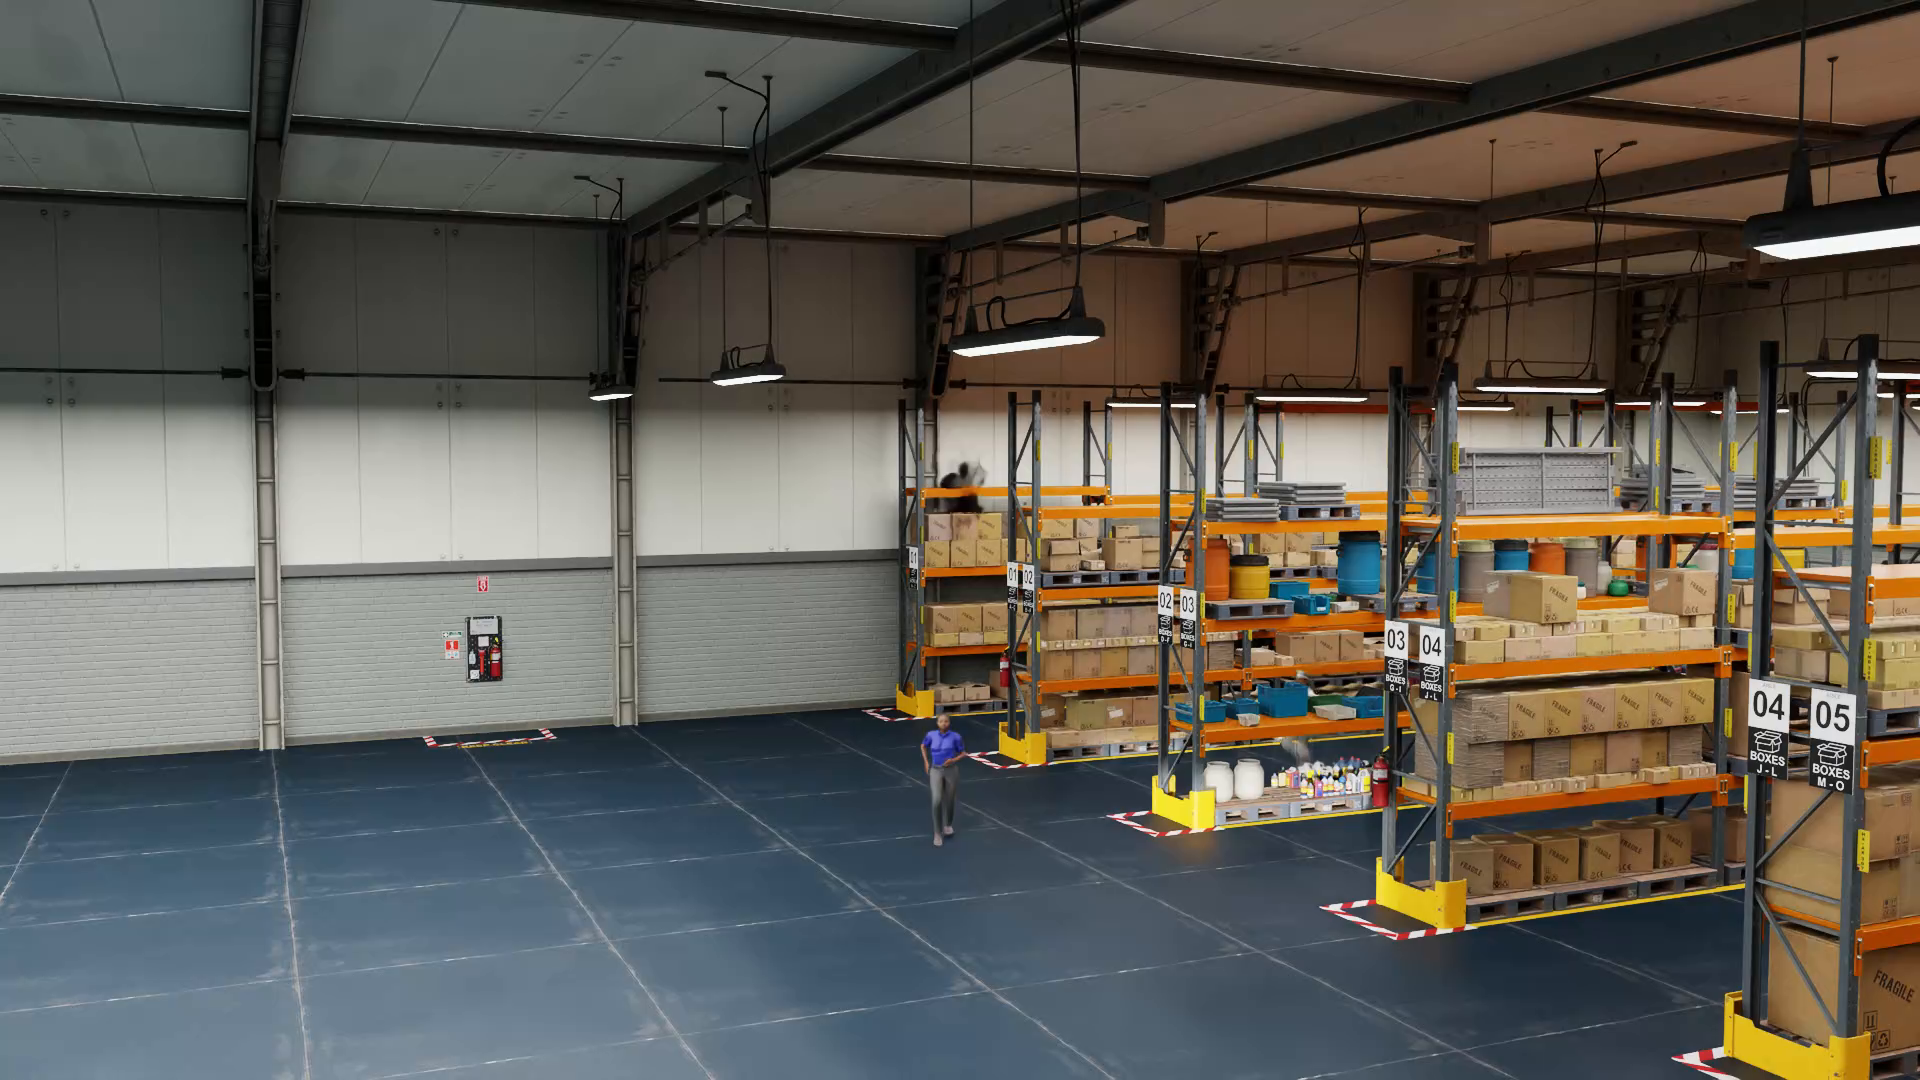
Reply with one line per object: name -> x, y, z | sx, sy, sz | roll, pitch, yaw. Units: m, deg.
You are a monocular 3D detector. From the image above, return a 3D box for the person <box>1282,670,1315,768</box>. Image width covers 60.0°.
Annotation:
person -> 5.216, 2.823, 25.691 | 0.559, 1.652, 0.560 | -3, 4, -39

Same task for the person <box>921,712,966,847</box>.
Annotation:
person -> -0.214, 3.079, 21.555 | 0.583, 1.720, 0.689 | 0, 3, -1
